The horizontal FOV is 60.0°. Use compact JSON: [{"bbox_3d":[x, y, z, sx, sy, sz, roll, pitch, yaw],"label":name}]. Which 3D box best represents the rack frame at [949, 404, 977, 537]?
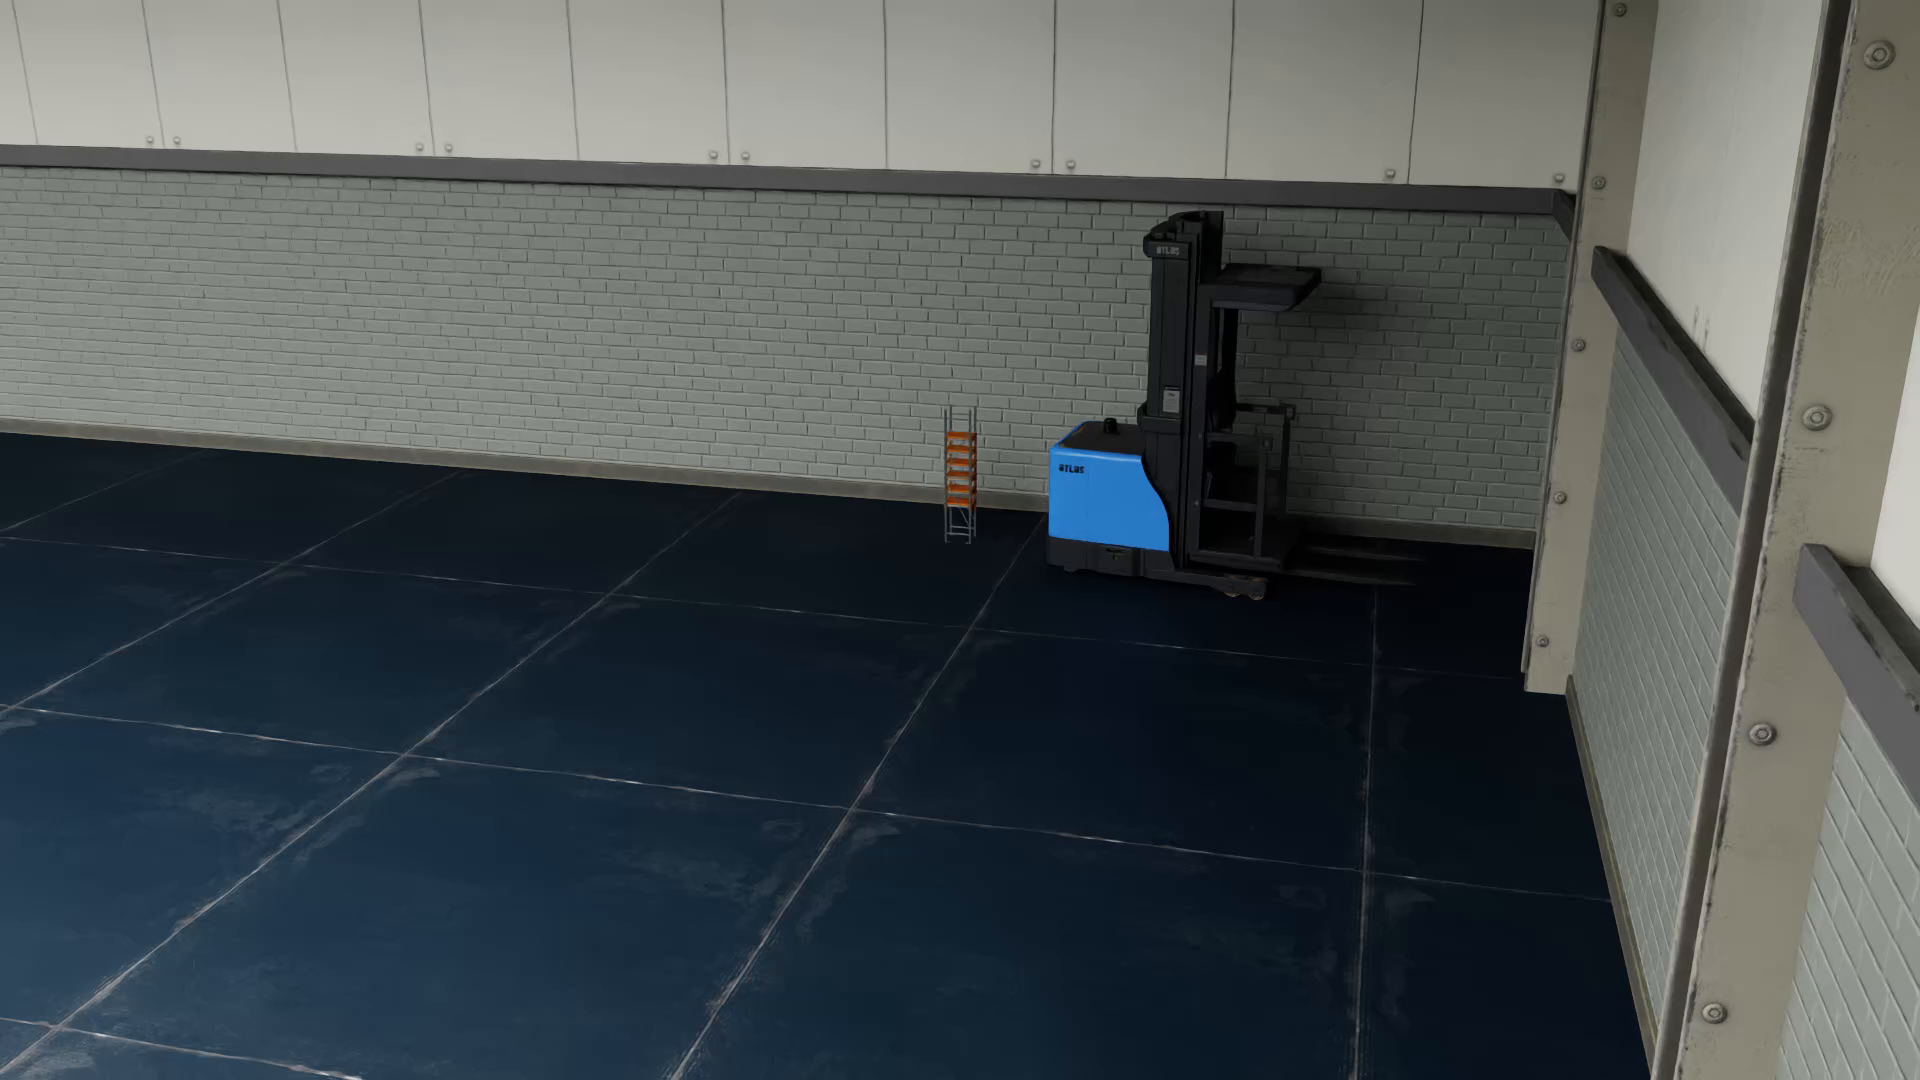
[{"bbox_3d":[0.026,-0.601,14.591,0.240,1.200,0.006,5,19,13],"label":"rack frame"}]

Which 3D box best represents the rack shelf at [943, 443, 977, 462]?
[{"bbox_3d":[0.004,-0.757,14.444,0.258,0.103,0.180,5,19,13],"label":"rack shelf"}]

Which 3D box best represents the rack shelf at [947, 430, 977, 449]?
[{"bbox_3d":[0.004,-0.871,14.405,0.258,0.103,0.180,5,19,13],"label":"rack shelf"}]

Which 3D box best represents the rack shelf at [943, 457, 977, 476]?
[{"bbox_3d":[0.004,-0.644,14.483,0.258,0.103,0.180,5,19,13],"label":"rack shelf"}]

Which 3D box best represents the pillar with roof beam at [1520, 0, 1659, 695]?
[{"bbox_3d":[-0.039,-3.595,11.291,9.100,9.000,0.400,5,19,13],"label":"pillar with roof beam"}]

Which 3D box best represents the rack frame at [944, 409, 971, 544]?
[{"bbox_3d":[-0.019,-0.544,14.423,0.240,1.200,0.006,5,19,13],"label":"rack frame"}]

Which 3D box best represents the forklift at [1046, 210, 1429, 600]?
[{"bbox_3d":[2.293,-1.103,13.382,3.031,2.935,1.130,7,20,20],"label":"forklift"}]

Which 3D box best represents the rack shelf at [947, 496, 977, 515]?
[{"bbox_3d":[0.004,-0.303,14.599,0.258,0.103,0.180,5,19,13],"label":"rack shelf"}]

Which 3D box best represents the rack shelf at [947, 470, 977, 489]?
[{"bbox_3d":[0.004,-0.530,14.521,0.258,0.103,0.180,5,19,13],"label":"rack shelf"}]

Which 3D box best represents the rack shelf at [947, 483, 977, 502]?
[{"bbox_3d":[0.004,-0.417,14.560,0.258,0.103,0.180,5,19,13],"label":"rack shelf"}]

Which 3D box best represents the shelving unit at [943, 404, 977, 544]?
[{"bbox_3d":[0.004,-0.572,14.507,0.258,1.200,0.189,5,19,13],"label":"shelving unit"}]
